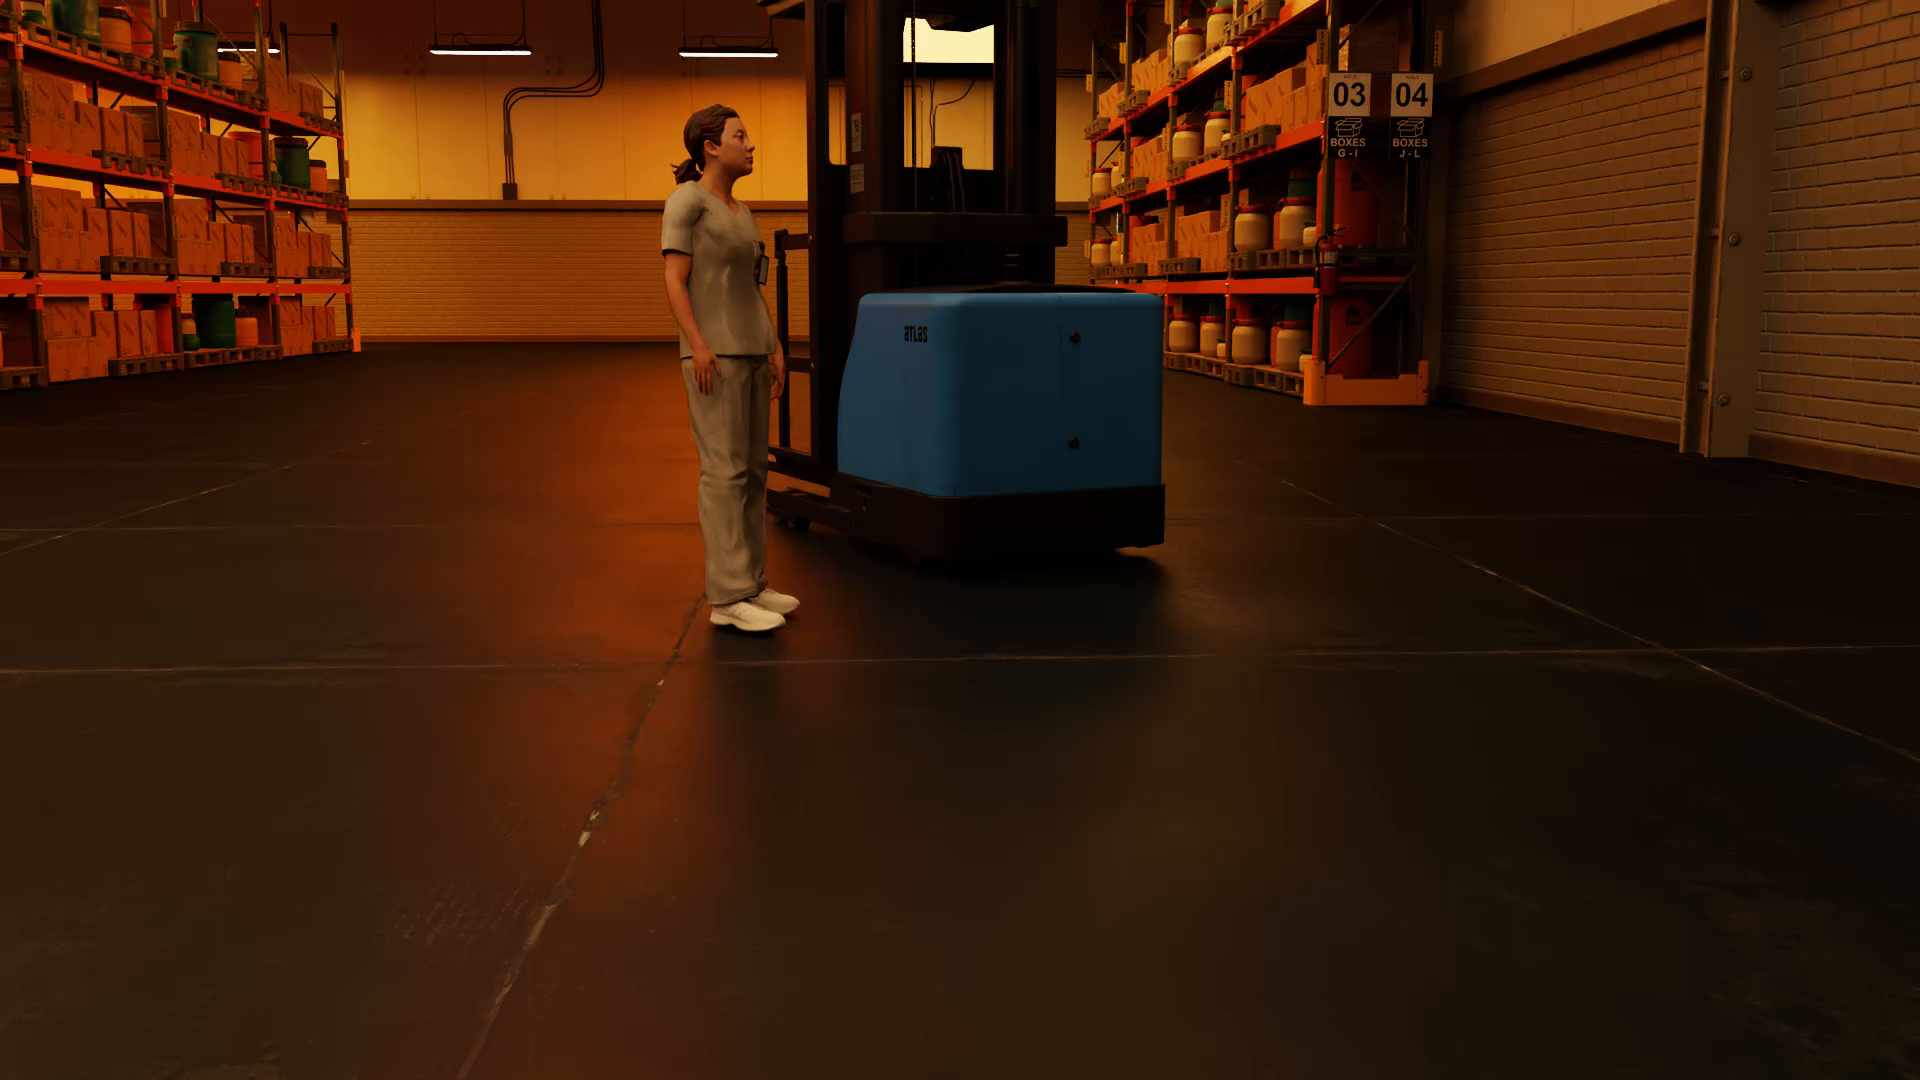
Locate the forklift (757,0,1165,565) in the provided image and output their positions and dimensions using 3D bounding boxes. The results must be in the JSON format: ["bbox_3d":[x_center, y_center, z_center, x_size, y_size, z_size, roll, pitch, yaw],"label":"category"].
[{"bbox_3d":[-0.264,-1.530,7.637,1.130,2.935,3.031,-4,9,-25],"label":"forklift"}]

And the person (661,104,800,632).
[{"bbox_3d":[-0.706,-0.579,5.451,0.548,1.673,0.551,4,9,24],"label":"person"}]
